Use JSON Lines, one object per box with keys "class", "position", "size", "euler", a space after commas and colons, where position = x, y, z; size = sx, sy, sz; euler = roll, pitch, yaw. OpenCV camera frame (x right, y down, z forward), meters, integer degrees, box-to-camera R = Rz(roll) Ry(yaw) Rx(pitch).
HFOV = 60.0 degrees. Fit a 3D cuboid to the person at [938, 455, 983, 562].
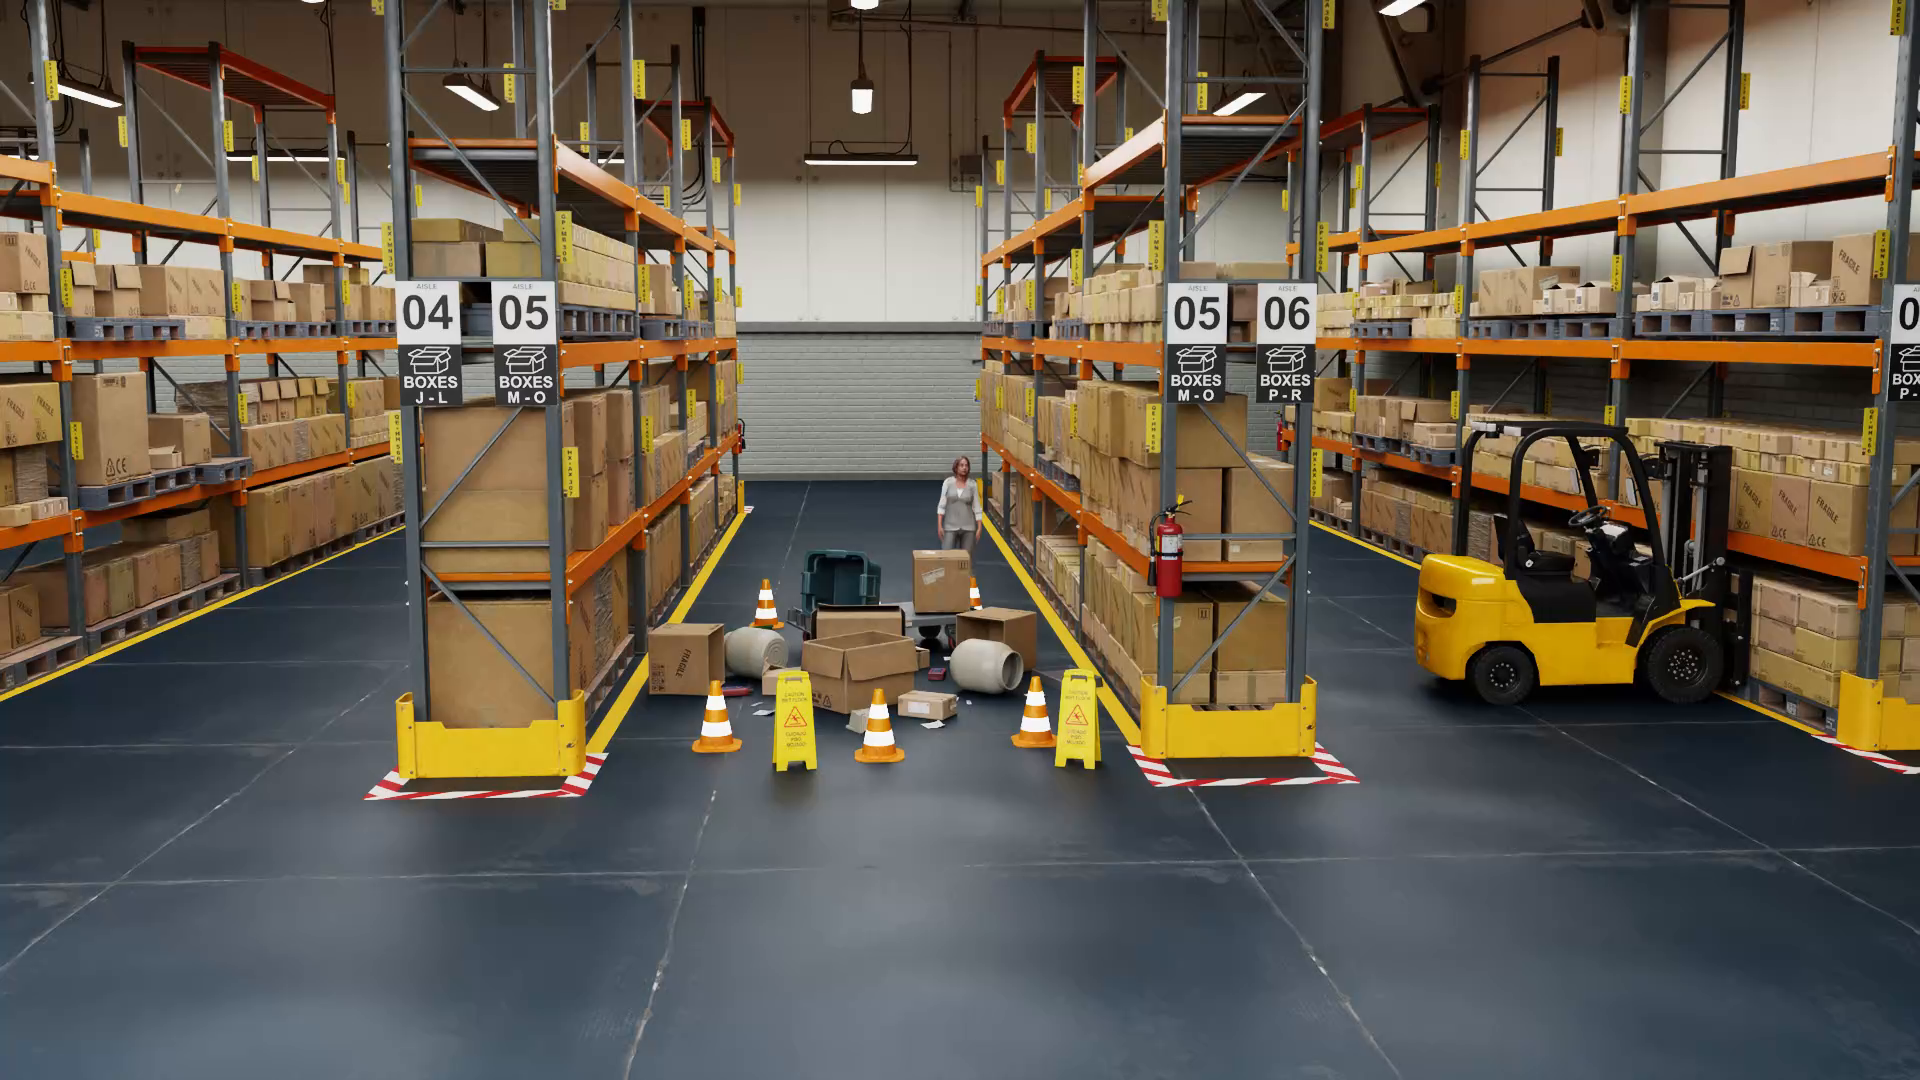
{"class": "person", "position": [-0.010, -0.073, 17.318], "size": [0.511, 1.597, 0.474], "euler": [0, 7, -4]}
